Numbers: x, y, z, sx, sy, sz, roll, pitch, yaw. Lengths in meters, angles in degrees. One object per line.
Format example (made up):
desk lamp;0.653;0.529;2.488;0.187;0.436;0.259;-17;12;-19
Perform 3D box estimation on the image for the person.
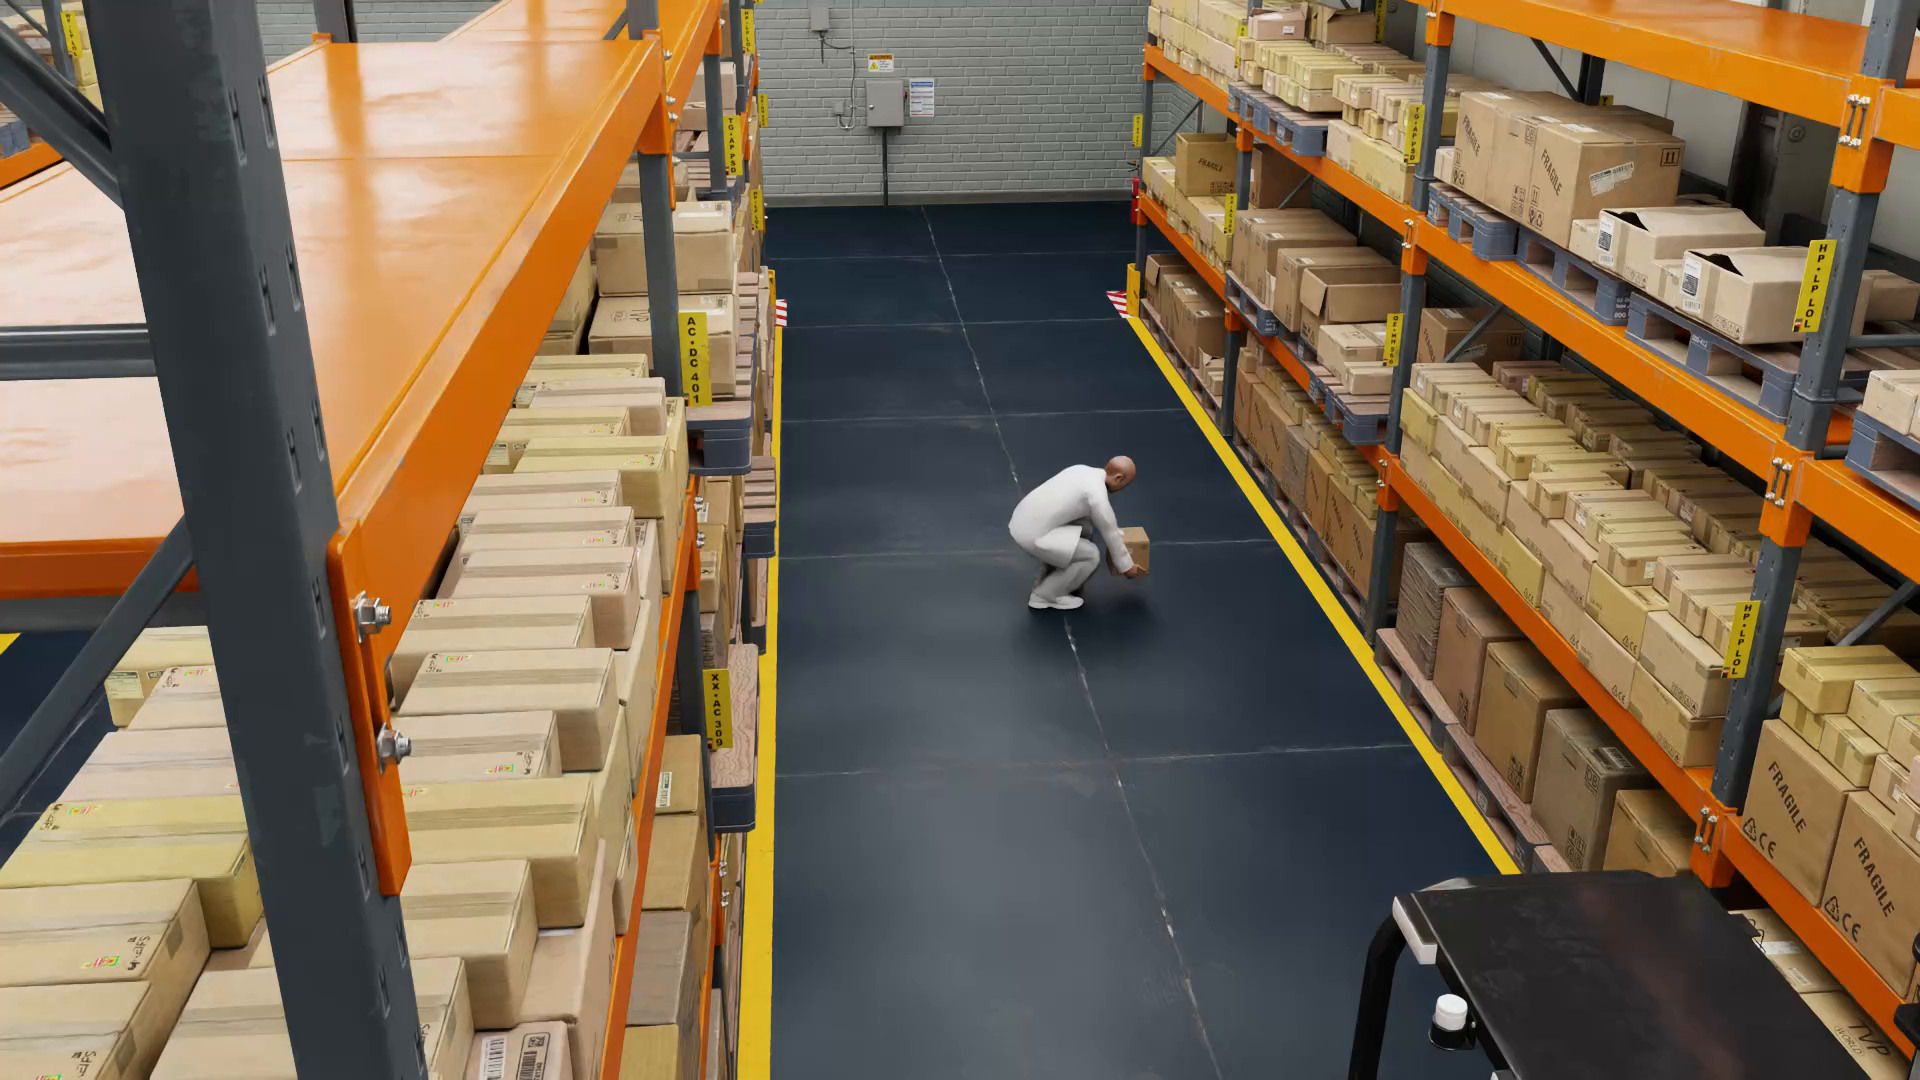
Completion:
person;0.791;-0.060;11.239;0.931;1.001;0.568;-3;24;-6
